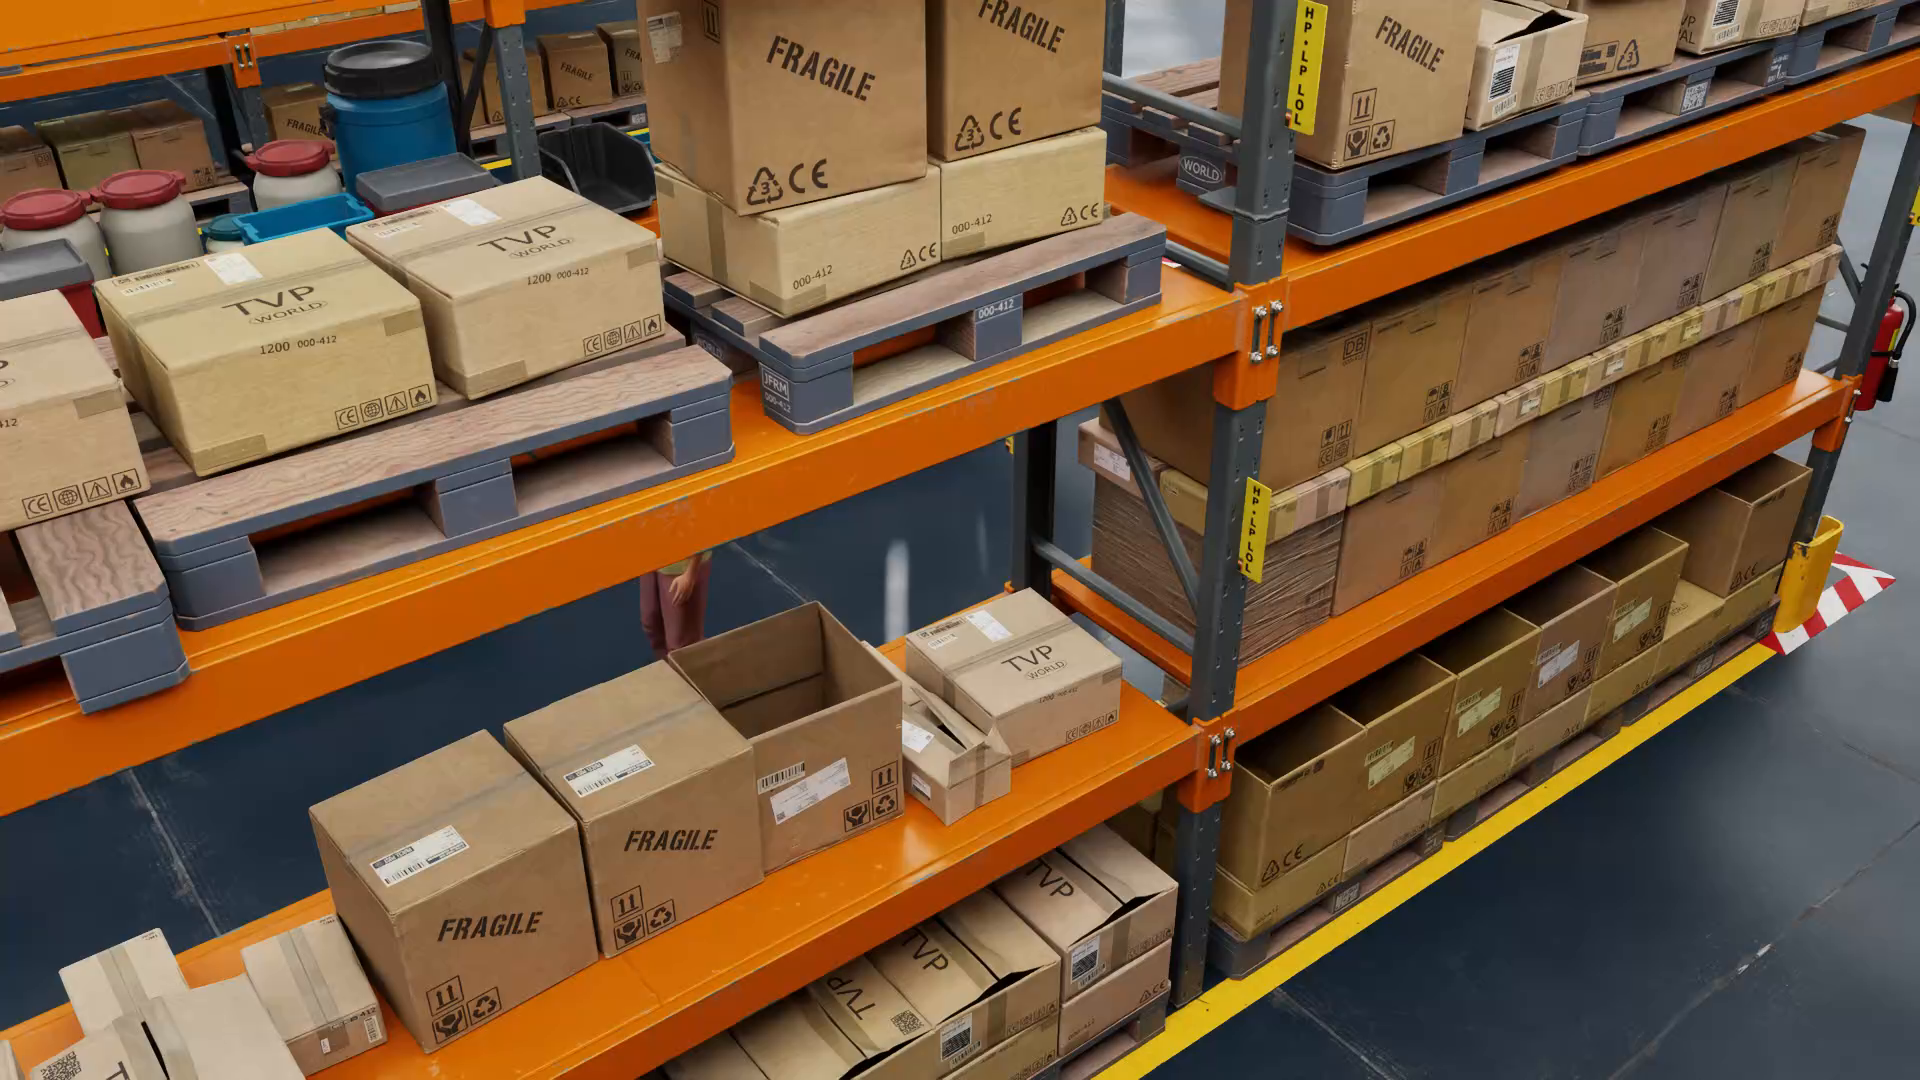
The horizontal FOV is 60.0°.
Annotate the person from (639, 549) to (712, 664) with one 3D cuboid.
[{"bbox_3d":[-1.194,0.085,7.021,0.359,1.672,0.450,-22,38,-30],"label":"person"}]
